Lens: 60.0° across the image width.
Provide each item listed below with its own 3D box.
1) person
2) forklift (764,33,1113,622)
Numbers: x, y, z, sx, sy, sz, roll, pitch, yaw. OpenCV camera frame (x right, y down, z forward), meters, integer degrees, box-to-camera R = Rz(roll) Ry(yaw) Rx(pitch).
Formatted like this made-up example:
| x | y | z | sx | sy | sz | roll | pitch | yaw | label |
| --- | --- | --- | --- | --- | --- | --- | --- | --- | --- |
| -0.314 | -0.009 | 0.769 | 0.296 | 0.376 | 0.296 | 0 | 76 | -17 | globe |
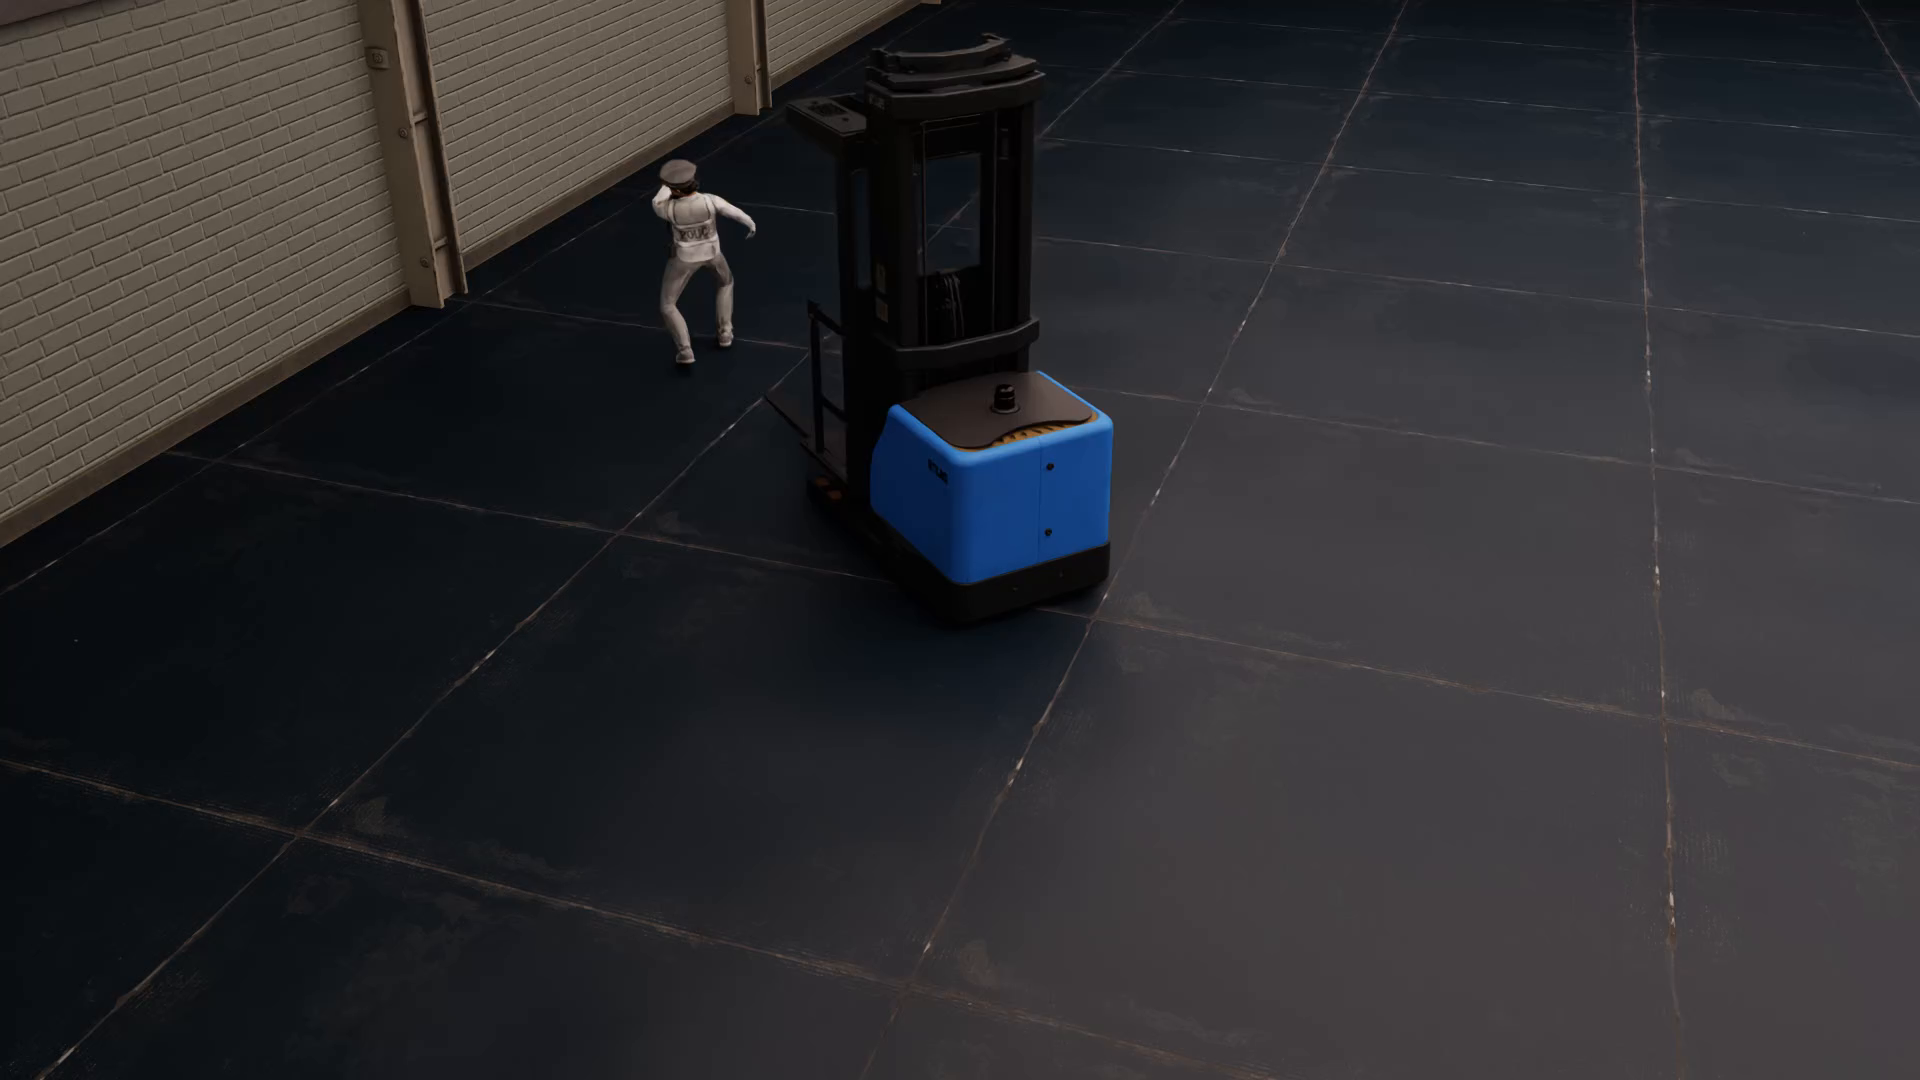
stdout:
| x | y | z | sx | sy | sz | roll | pitch | yaw | label |
| --- | --- | --- | --- | --- | --- | --- | --- | --- | --- |
| -1.882 | -2.142 | 12.301 | 0.835 | 1.513 | 0.803 | -17 | 34 | -27 | person |
| -0.308 | -1.519 | 9.800 | 1.130 | 2.935 | 3.031 | -16 | 33 | -25 | forklift |
